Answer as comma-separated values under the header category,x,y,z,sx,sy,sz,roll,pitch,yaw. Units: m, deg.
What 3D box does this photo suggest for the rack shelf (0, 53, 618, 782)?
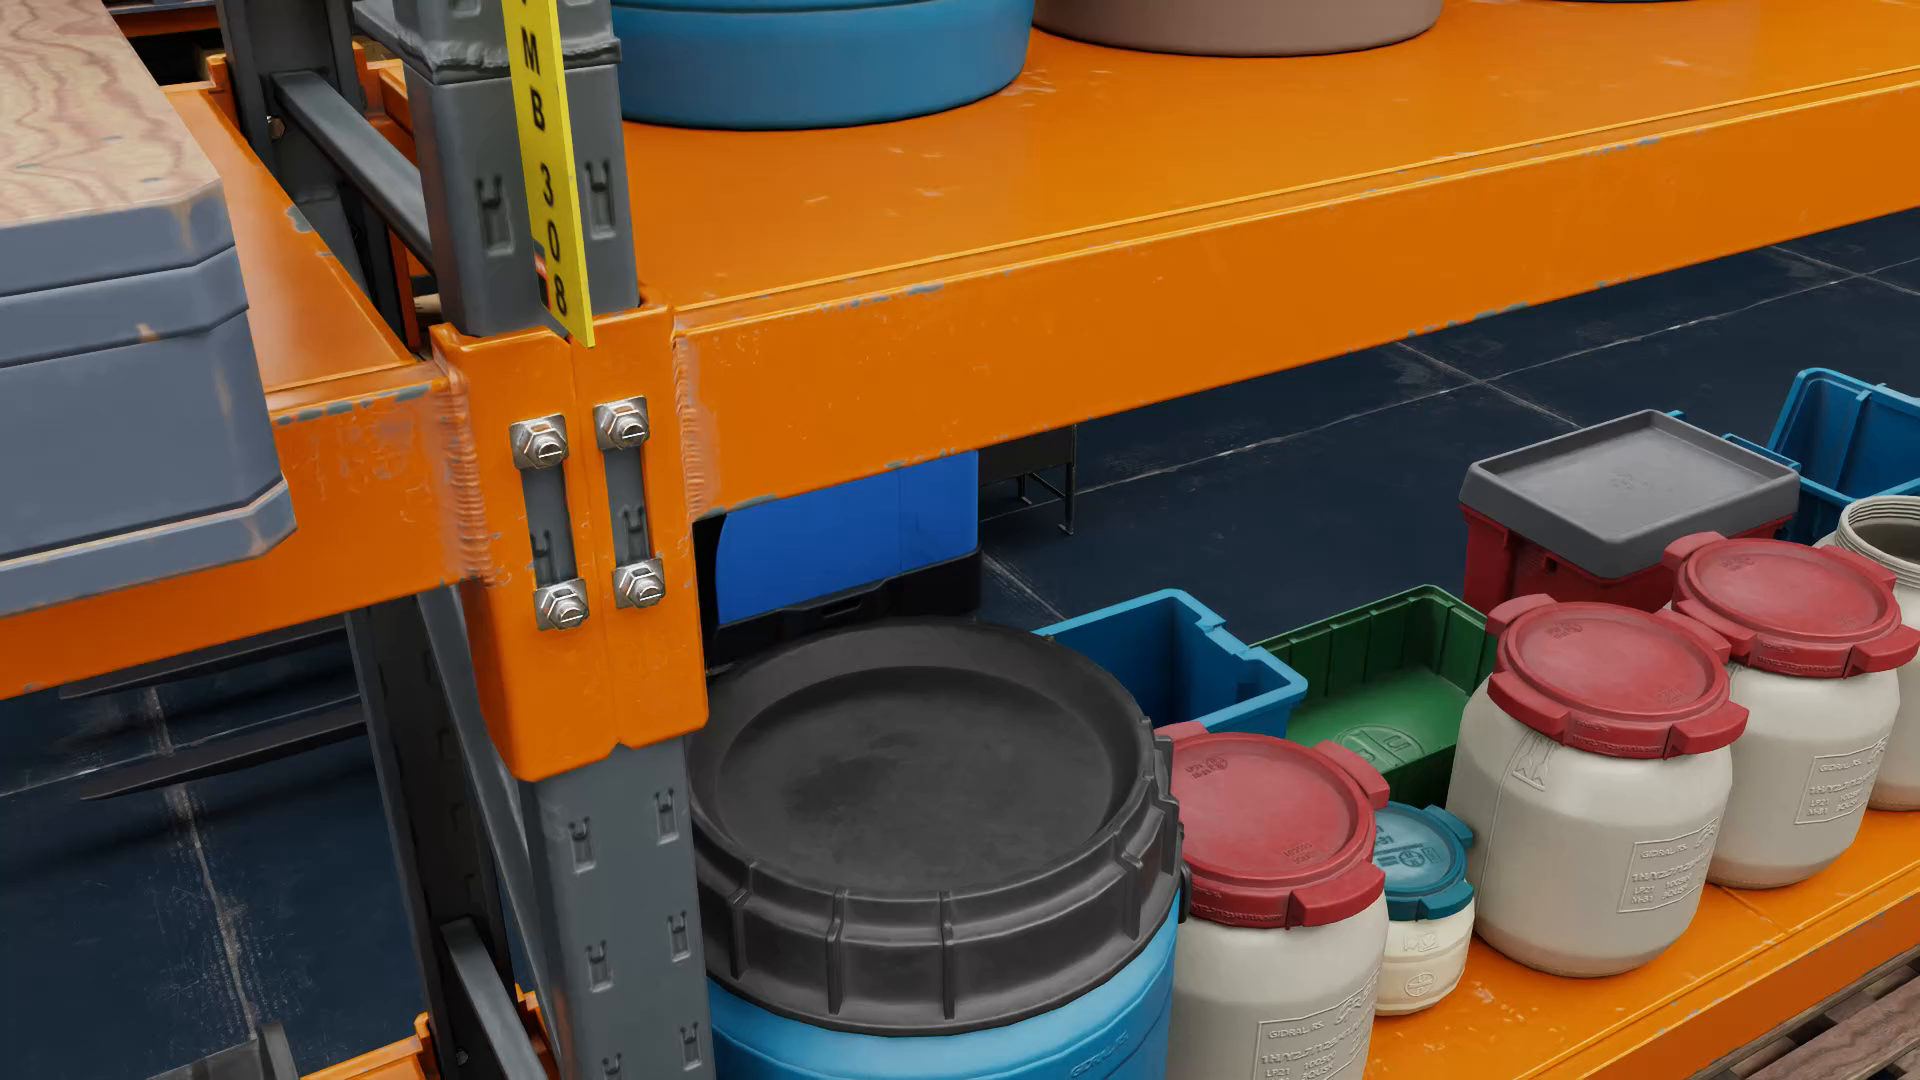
category,x,y,z,sx,sy,sz,roll,pitch,yaw
rack shelf,-2.261,0.288,0.763,4.000,0.370,1.077,-16,33,-26

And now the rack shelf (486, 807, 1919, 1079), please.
category,x,y,z,sx,sy,sz,roll,pitch,yaw
rack shelf,1.188,0.622,3.262,4.000,0.370,1.077,-16,33,-26

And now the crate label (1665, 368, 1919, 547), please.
category,x,y,z,sx,sy,sz,roll,pitch,yaw
crate label,1.918,-0.067,3.730,0.616,0.435,0.502,-16,33,-26

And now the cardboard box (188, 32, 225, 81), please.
category,x,y,z,sx,sy,sz,roll,pitch,yaw
cardboard box,-4.552,-3.053,10.533,0.500,0.250,0.500,-17,33,-27

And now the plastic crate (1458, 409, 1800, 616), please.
category,x,y,z,sx,sy,sz,roll,pitch,yaw
plastic crate,1.364,0.058,3.474,0.583,0.464,0.402,-16,33,-26

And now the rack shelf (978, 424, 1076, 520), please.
category,x,y,z,sx,sy,sz,roll,pitch,yaw
rack shelf,0.143,-0.335,6.661,0.480,0.518,0.431,-16,33,-26

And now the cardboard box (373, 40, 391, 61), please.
category,x,y,z,sx,sy,sz,roll,pitch,yaw
cardboard box,-3.666,-3.296,10.974,0.500,0.250,0.500,-16,33,-27

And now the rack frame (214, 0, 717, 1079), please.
category,x,y,z,sx,sy,sz,roll,pitch,yaw
rack frame,-0.537,0.797,2.201,0.127,3.000,1.000,-16,33,-26

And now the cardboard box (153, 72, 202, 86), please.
category,x,y,z,sx,sy,sz,roll,pitch,yaw
cardboard box,-4.930,-2.615,10.516,0.500,0.500,0.700,-15,32,-25

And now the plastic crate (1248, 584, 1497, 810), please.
category,x,y,z,sx,sy,sz,roll,pitch,yaw
plastic crate,0.822,0.346,3.238,0.662,0.188,0.450,-16,33,-26

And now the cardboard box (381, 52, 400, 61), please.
category,x,y,z,sx,sy,sz,roll,pitch,yaw
cardboard box,-1.918,-1.621,6.480,0.500,0.500,0.500,-13,32,-23

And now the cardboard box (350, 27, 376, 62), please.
category,x,y,z,sx,sy,sz,roll,pitch,yaw
cardboard box,-4.105,-3.182,10.767,0.500,0.250,0.500,-17,33,-28

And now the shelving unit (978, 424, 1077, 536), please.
category,x,y,z,sx,sy,sz,roll,pitch,yaw
shelving unit,0.143,-0.960,6.316,0.503,2.100,0.431,-16,33,-26

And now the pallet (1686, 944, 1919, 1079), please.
category,x,y,z,sx,sy,sz,roll,pitch,yaw
pallet,2.224,1.212,4.335,1.213,0.211,1.003,-16,33,-26

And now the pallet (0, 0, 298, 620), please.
category,x,y,z,sx,sy,sz,roll,pitch,yaw
pallet,-1.109,-0.216,1.128,1.003,0.211,1.213,-16,33,-26

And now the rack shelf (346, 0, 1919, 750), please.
category,x,y,z,sx,sy,sz,roll,pitch,yaw
rack shelf,1.188,-0.691,2.537,4.000,0.370,1.077,-16,33,-26

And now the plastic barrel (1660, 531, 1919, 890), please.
category,x,y,z,sx,sy,sz,roll,pitch,yaw
plastic barrel,1.405,0.309,2.945,0.433,0.535,0.433,0,29,0

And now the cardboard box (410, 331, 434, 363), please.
category,x,y,z,sx,sy,sz,roll,pitch,yaw
cardboard box,-2.126,-0.611,6.583,0.500,0.311,0.500,-16,33,-27

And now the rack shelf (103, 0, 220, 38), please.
category,x,y,z,sx,sy,sz,roll,pitch,yaw
rack shelf,-3.831,-3.505,10.740,4.000,0.370,1.077,-16,33,-26

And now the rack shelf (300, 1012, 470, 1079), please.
category,x,y,z,sx,sy,sz,roll,pitch,yaw
rack shelf,-2.261,1.602,1.488,4.000,0.370,1.077,-16,33,-26

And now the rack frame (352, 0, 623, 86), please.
category,x,y,z,sx,sy,sz,roll,pitch,yaw
rack frame,-0.537,-1.829,0.752,0.127,3.000,1.000,-16,33,-26

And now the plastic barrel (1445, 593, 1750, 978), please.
category,x,y,z,sx,sy,sz,roll,pitch,yaw
plastic barrel,1.032,0.415,2.753,0.433,0.535,0.433,0,29,0

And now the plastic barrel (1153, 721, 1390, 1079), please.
category,x,y,z,sx,sy,sz,roll,pitch,yaw
plastic barrel,0.399,0.595,2.427,0.433,0.535,0.433,0,29,0

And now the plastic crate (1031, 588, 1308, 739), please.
category,x,y,z,sx,sy,sz,roll,pitch,yaw
plastic crate,0.257,0.404,2.929,0.575,0.384,0.392,-16,33,-26

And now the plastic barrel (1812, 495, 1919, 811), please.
category,x,y,z,sx,sy,sz,roll,pitch,yaw
plastic barrel,1.770,0.213,3.144,0.421,0.512,0.421,0,29,0

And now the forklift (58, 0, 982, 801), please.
category,x,y,z,sx,sy,sz,roll,pitch,yaw
forklift,-1.455,-0.828,5.217,3.031,2.935,1.130,-16,33,-26

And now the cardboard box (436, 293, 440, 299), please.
category,x,y,z,sx,sy,sz,roll,pitch,yaw
cardboard box,-1.962,-0.963,7.220,0.500,0.311,0.500,-16,33,-26

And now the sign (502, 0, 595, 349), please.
category,x,y,z,sx,sy,sz,roll,pitch,yaw
sign,-0.268,-0.288,1.054,0.005,0.325,0.100,-16,33,-26

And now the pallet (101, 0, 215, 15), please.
category,x,y,z,sx,sy,sz,roll,pitch,yaw
pallet,-4.823,-3.372,9.955,1.213,0.211,1.003,-16,33,-26

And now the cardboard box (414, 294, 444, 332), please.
category,x,y,z,sx,sy,sz,roll,pitch,yaw
cardboard box,-2.394,-0.841,7.001,0.500,0.311,0.500,-15,32,-25

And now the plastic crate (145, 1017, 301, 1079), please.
category,x,y,z,sx,sy,sz,roll,pitch,yaw
plastic crate,-1.053,0.899,2.080,0.504,0.338,0.767,-16,33,-26

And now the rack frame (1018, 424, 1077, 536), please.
category,x,y,z,sx,sy,sz,roll,pitch,yaw
rack frame,0.353,-1.020,6.424,0.015,2.100,0.400,-16,33,-26

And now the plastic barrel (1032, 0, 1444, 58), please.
category,x,y,z,sx,sy,sz,roll,pitch,yaw
plastic barrel,0.356,-1.111,2.035,0.600,0.901,0.600,0,29,0

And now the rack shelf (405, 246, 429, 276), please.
category,x,y,z,sx,sy,sz,roll,pitch,yaw
rack shelf,-1.319,-1.442,7.003,4.000,0.370,1.077,-16,33,-26

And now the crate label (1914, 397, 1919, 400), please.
category,x,y,z,sx,sy,sz,roll,pitch,yaw
crate label,2.359,-0.162,4.112,0.416,0.233,0.303,-16,33,-26

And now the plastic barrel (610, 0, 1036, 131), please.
category,x,y,z,sx,sy,sz,roll,pitch,yaw
plastic barrel,-0.208,-0.951,1.745,0.708,0.901,0.600,-16,33,-26

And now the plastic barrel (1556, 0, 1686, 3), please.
category,x,y,z,sx,sy,sz,roll,pitch,yaw
plastic barrel,0.920,-1.271,2.325,0.708,0.901,0.600,-16,33,-26

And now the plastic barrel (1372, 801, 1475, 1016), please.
category,x,y,z,sx,sy,sz,roll,pitch,yaw
plastic barrel,0.682,0.598,2.706,0.301,0.262,0.301,0,29,0

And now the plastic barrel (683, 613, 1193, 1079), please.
category,x,y,z,sx,sy,sz,roll,pitch,yaw
plastic barrel,-0.050,0.609,2.023,0.708,0.901,0.600,-16,33,-26
